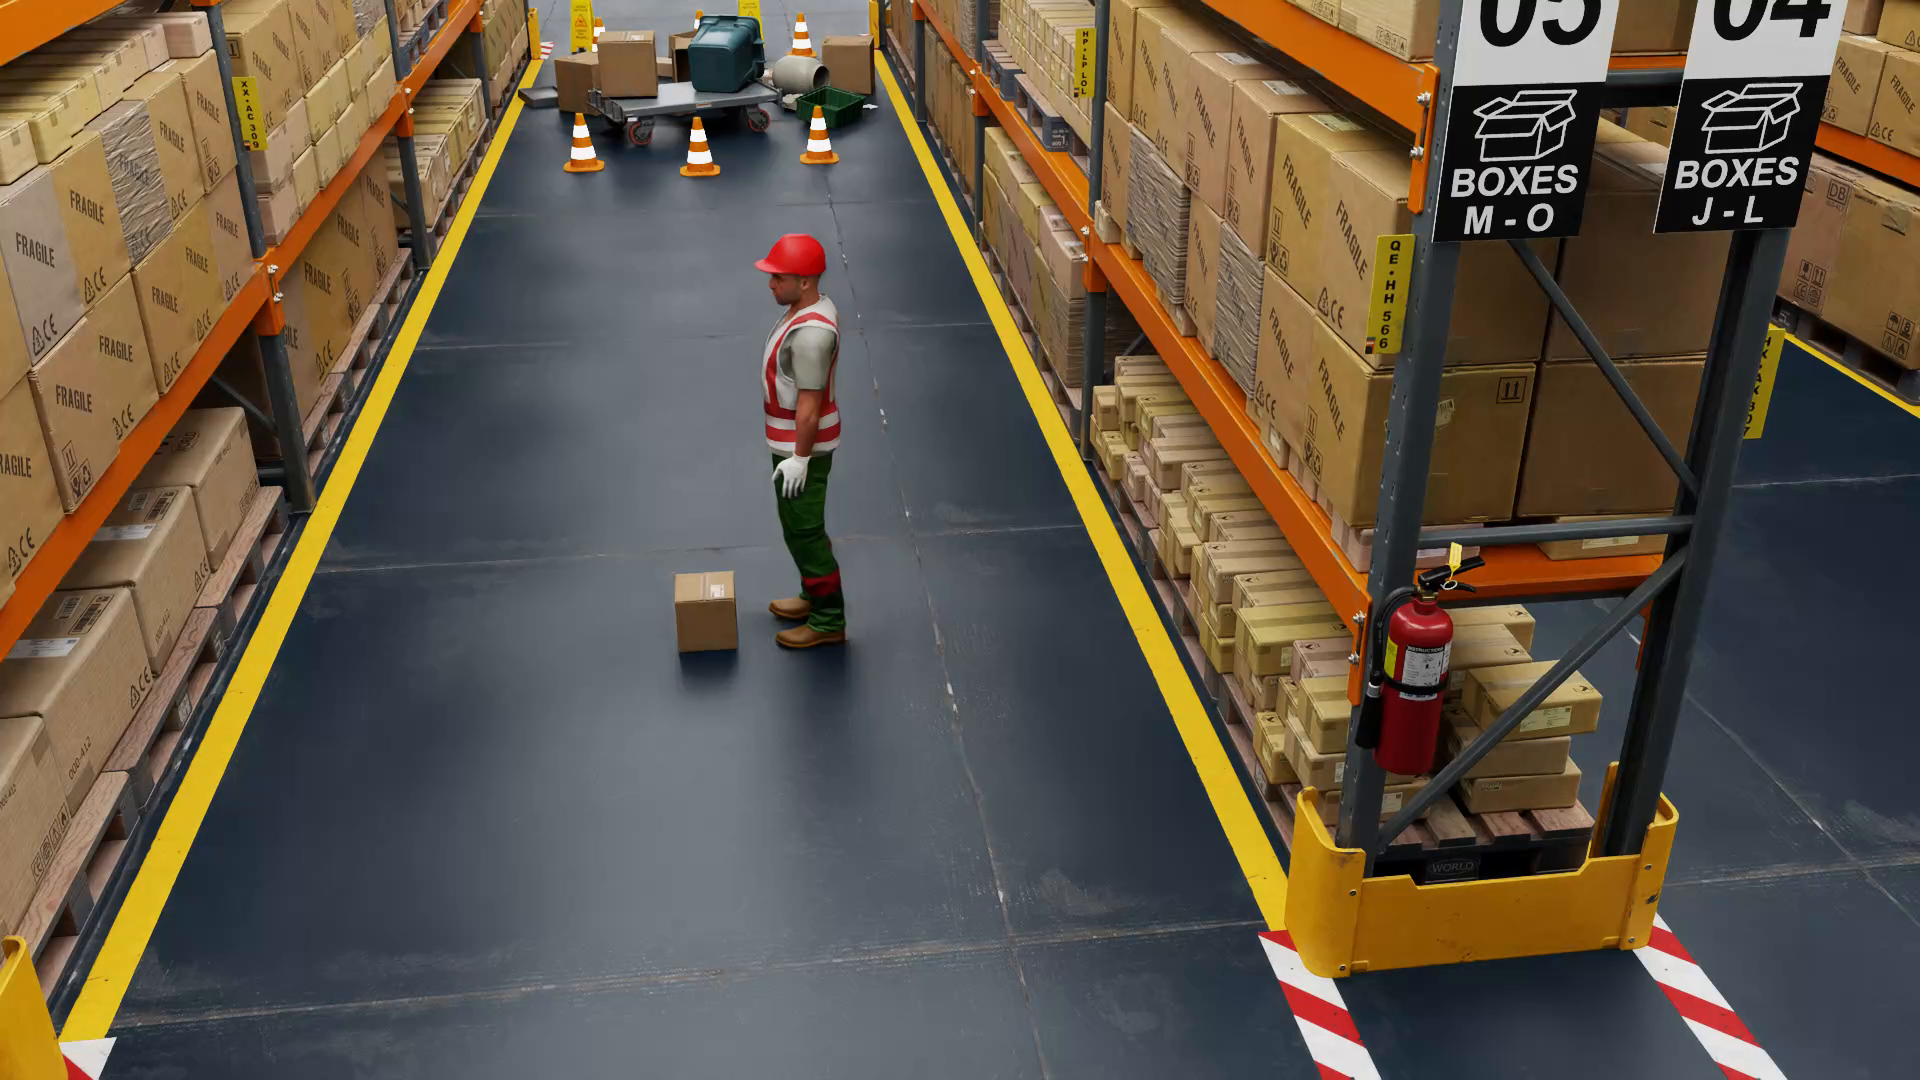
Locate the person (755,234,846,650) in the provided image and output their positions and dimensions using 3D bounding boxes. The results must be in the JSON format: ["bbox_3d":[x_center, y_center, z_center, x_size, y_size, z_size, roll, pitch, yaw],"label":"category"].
[{"bbox_3d":[-0.655,-0.397,6.882,0.356,1.785,0.526,-3,27,-6],"label":"person"}]
